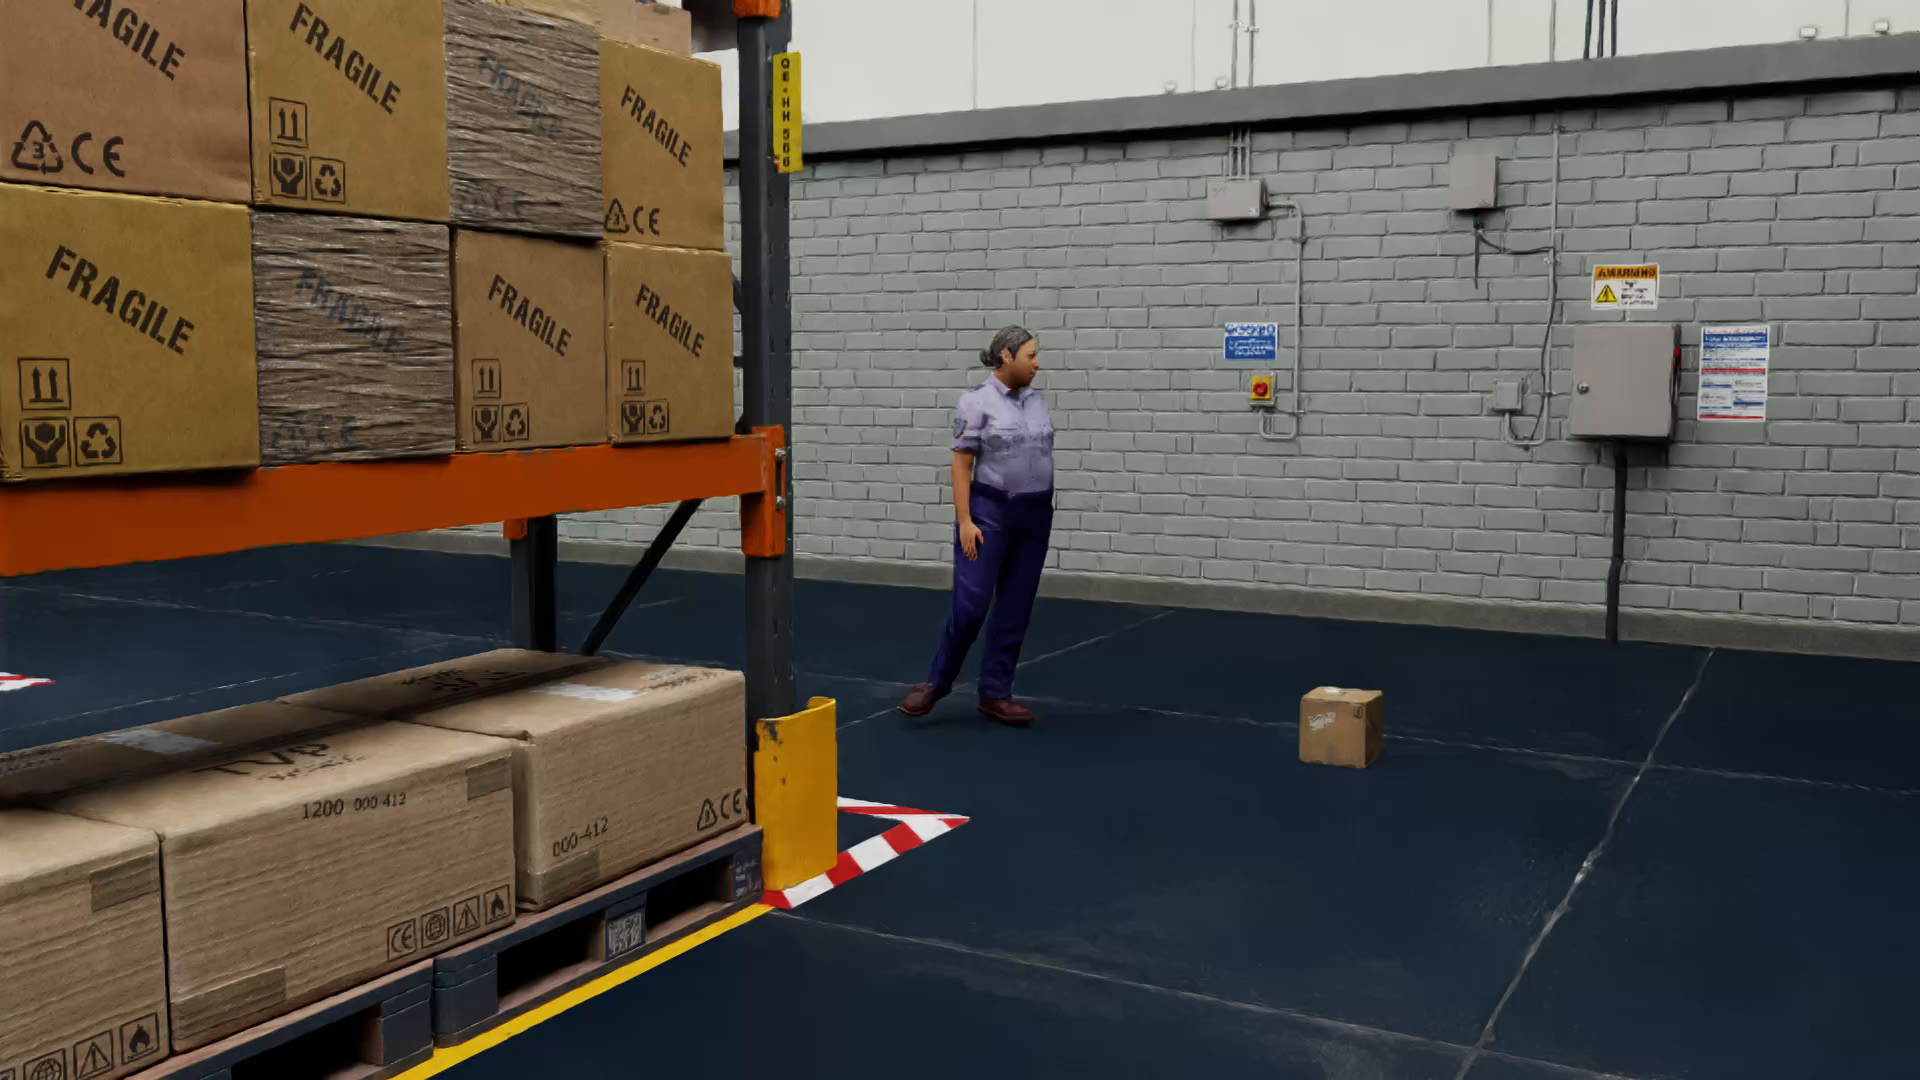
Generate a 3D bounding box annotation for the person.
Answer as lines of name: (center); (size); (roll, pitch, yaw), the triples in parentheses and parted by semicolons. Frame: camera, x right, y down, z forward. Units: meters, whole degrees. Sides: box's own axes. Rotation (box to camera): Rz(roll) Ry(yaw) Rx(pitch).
person: (0.100, -0.063, 6.886); (0.667, 1.642, 0.457); (-4, 7, -34)
